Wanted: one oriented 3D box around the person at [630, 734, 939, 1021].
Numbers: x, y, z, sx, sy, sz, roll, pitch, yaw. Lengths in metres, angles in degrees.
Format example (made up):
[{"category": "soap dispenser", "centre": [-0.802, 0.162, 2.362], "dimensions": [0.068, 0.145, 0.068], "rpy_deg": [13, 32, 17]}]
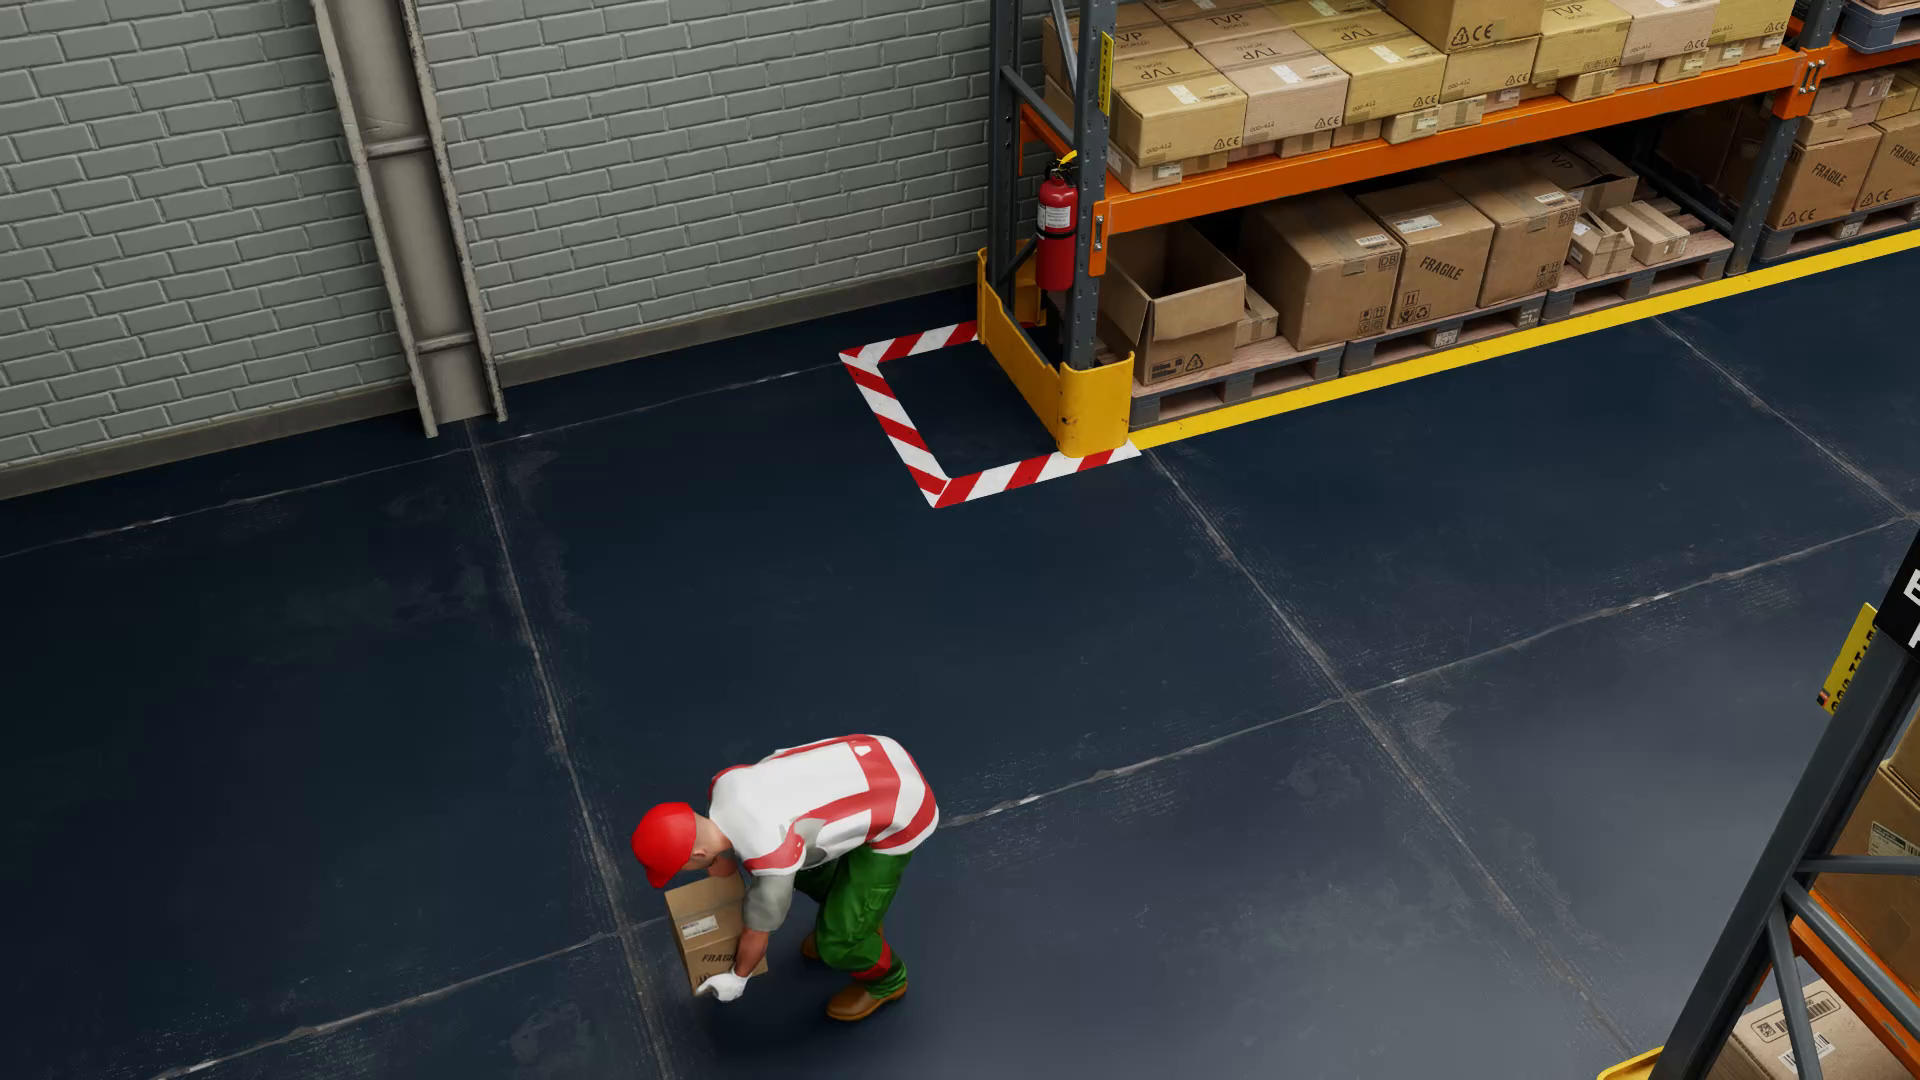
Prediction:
[{"category": "person", "centre": [-0.535, 1.125, 5.356], "dimensions": [0.951, 1.134, 0.523], "rpy_deg": [-17, 44, -19]}]
